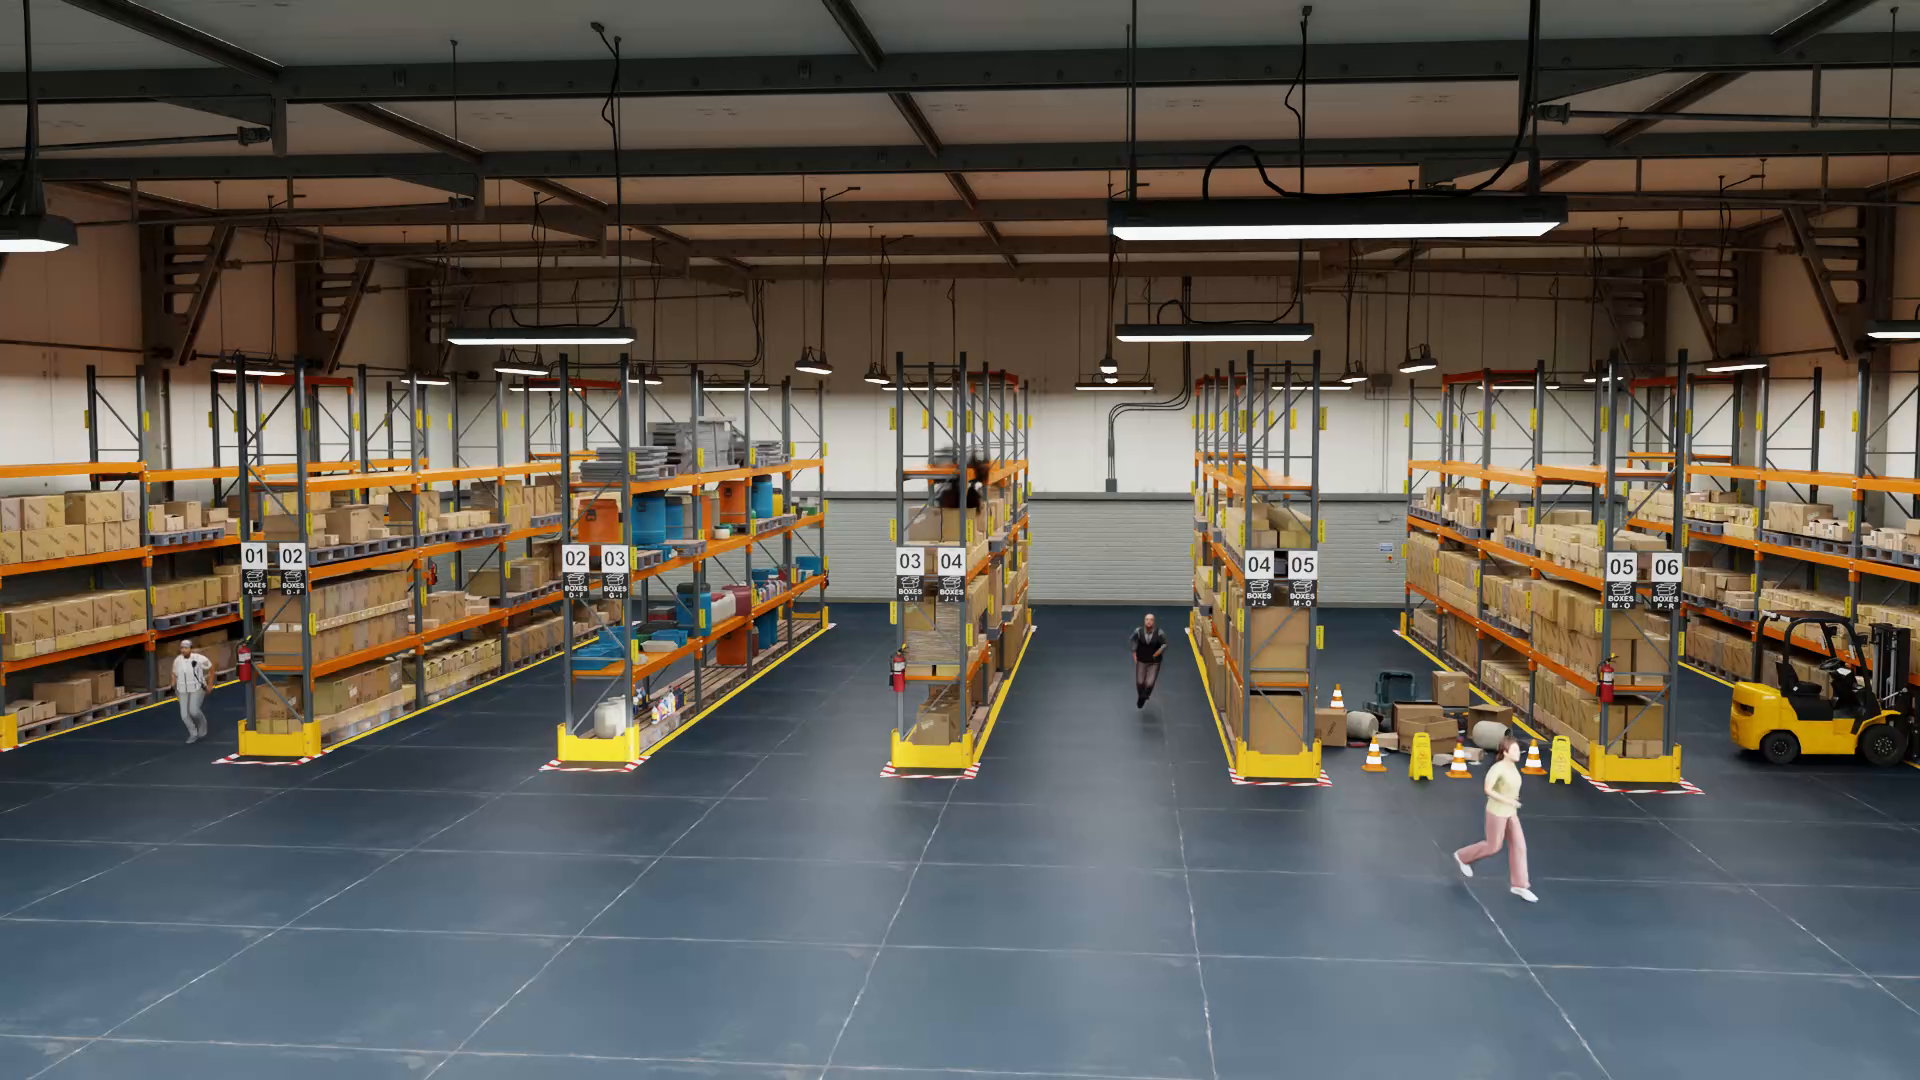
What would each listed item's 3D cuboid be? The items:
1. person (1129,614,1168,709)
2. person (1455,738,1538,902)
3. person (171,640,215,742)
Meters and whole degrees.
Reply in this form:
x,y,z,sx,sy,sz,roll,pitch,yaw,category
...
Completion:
x,y,z,sx,sy,sz,roll,pitch,yaw,category
3.189,2.067,28.158,0.664,1.639,0.584,0,4,7,person
5.729,2.919,17.664,0.600,1.664,0.973,-4,6,-43,person
-11.970,2.357,25.870,0.606,1.622,0.611,0,4,0,person
